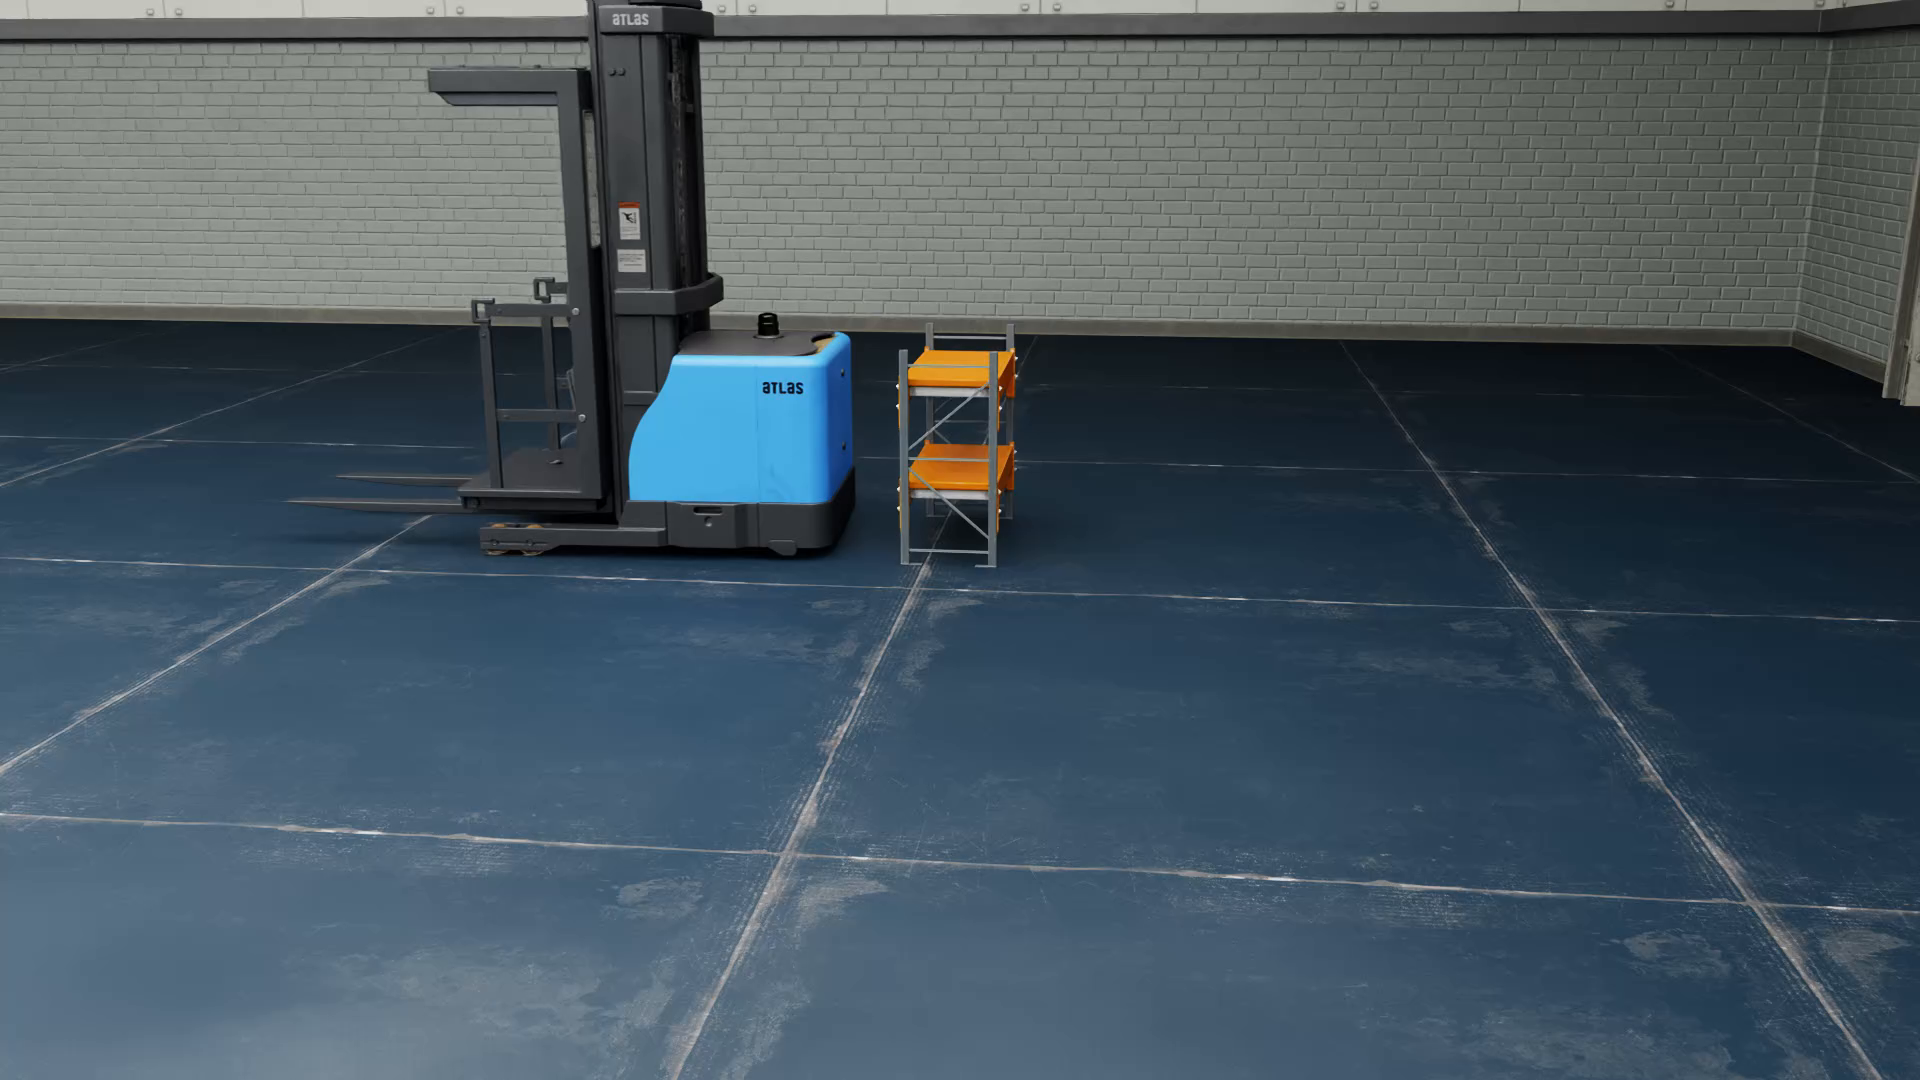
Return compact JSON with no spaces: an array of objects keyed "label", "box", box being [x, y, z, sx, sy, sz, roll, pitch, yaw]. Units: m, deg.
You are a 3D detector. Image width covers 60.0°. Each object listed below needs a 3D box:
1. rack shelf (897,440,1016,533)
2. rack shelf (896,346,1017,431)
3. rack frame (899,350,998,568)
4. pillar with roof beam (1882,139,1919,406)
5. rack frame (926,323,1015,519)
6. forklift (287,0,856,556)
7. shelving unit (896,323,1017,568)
[{"label":"rack shelf","box":[-0.001,-0.305,9.073,0.538,0.278,1.000,2,15,6]},{"label":"rack shelf","box":[-0.001,-0.824,8.932,0.538,0.278,1.000,2,15,6]},{"label":"rack frame","box":[-0.058,-0.409,8.521,0.500,1.125,0.032,2,15,6]},{"label":"pillar with roof beam","box":[3.306,-5.574,12.537,9.100,9.000,0.400,2,15,6]},{"label":"rack frame","box":[0.057,-0.673,9.496,0.500,1.125,0.032,2,15,6]},{"label":"forklift","box":[-2.147,-1.465,8.966,3.031,2.935,1.130,1,15,4]},{"label":"shelving unit","box":[-0.001,-0.541,9.009,0.538,1.125,1.048,2,15,6]}]
